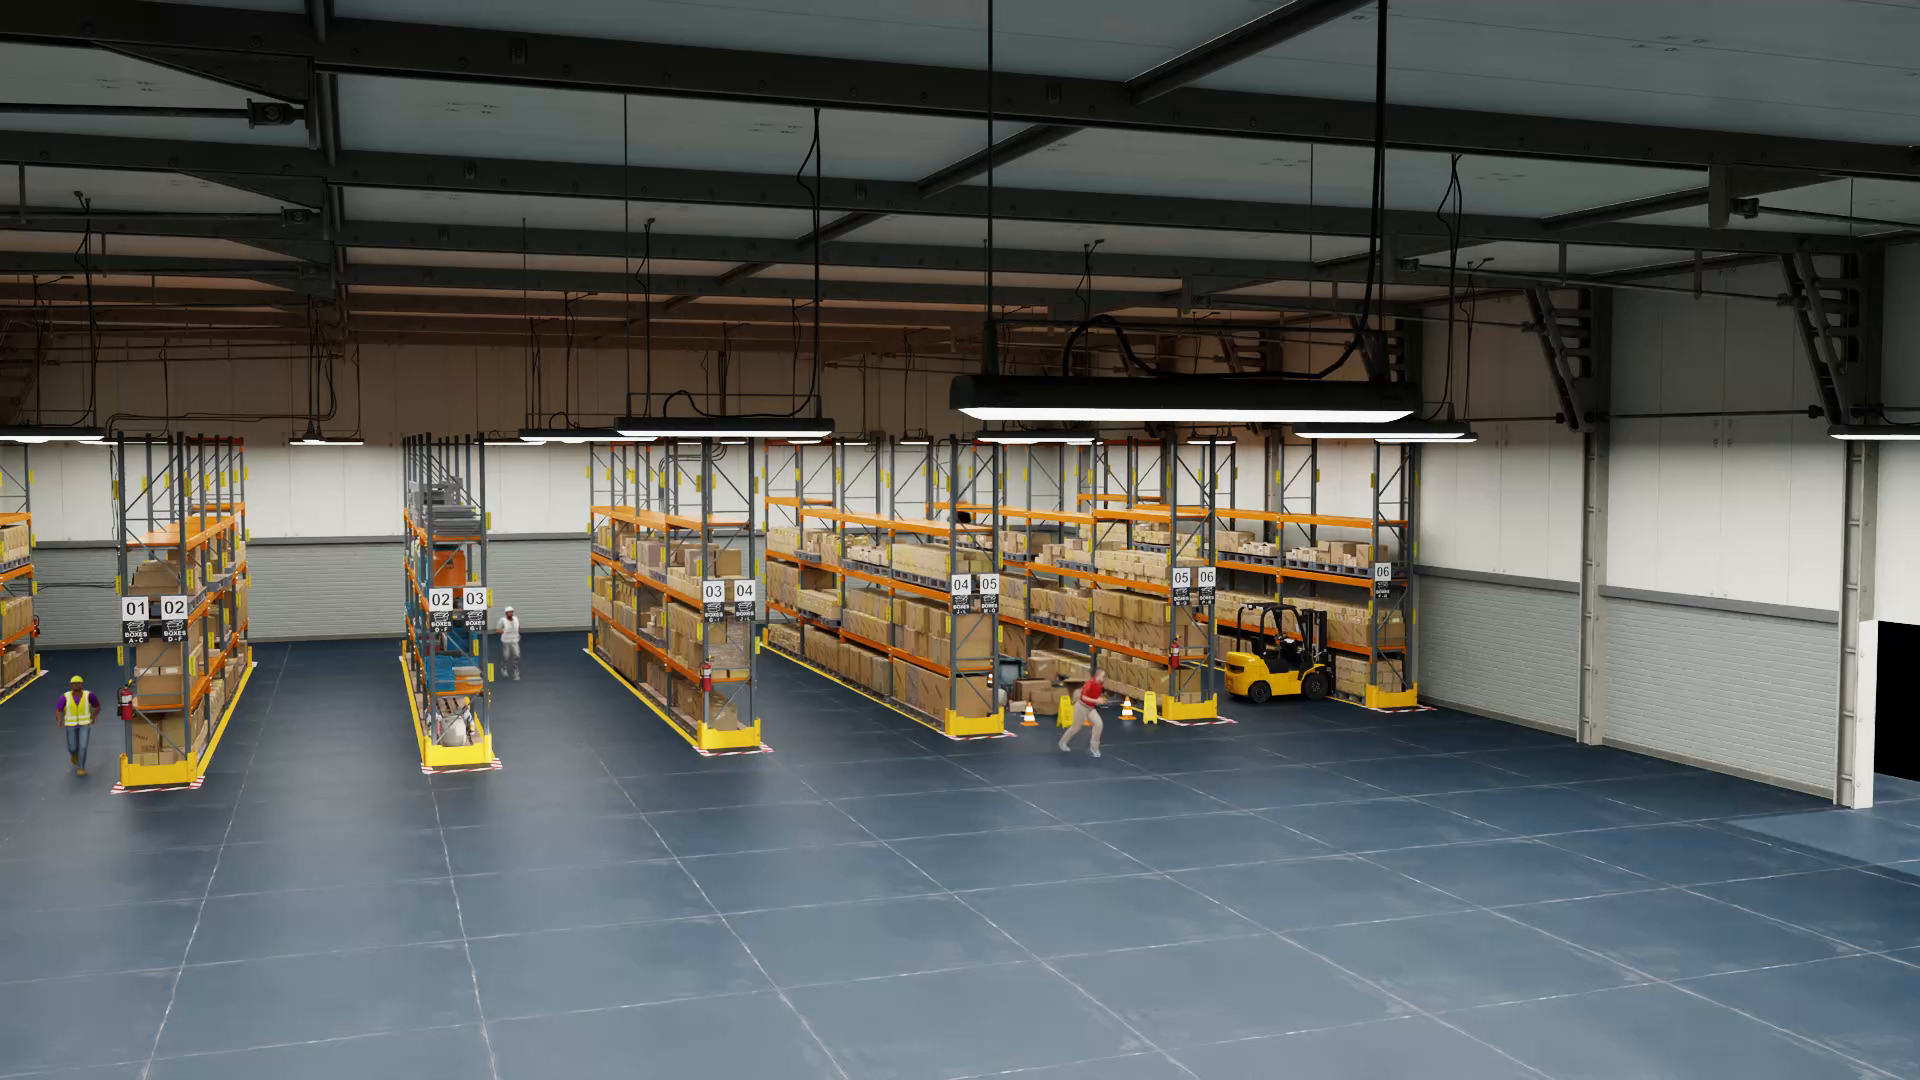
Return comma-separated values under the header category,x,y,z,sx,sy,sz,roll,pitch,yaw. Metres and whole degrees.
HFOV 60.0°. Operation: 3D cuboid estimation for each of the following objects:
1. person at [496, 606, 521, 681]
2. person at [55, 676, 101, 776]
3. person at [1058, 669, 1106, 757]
category,x,y,z,sx,sy,sz,roll,pitch,yaw
person,-11.135,2.549,41.035,0.662,1.835,0.816,-2,4,-32
person,-15.493,3.244,29.227,0.711,1.728,0.677,-2,4,-27
person,2.302,3.224,30.983,1.018,1.696,0.705,2,4,34
